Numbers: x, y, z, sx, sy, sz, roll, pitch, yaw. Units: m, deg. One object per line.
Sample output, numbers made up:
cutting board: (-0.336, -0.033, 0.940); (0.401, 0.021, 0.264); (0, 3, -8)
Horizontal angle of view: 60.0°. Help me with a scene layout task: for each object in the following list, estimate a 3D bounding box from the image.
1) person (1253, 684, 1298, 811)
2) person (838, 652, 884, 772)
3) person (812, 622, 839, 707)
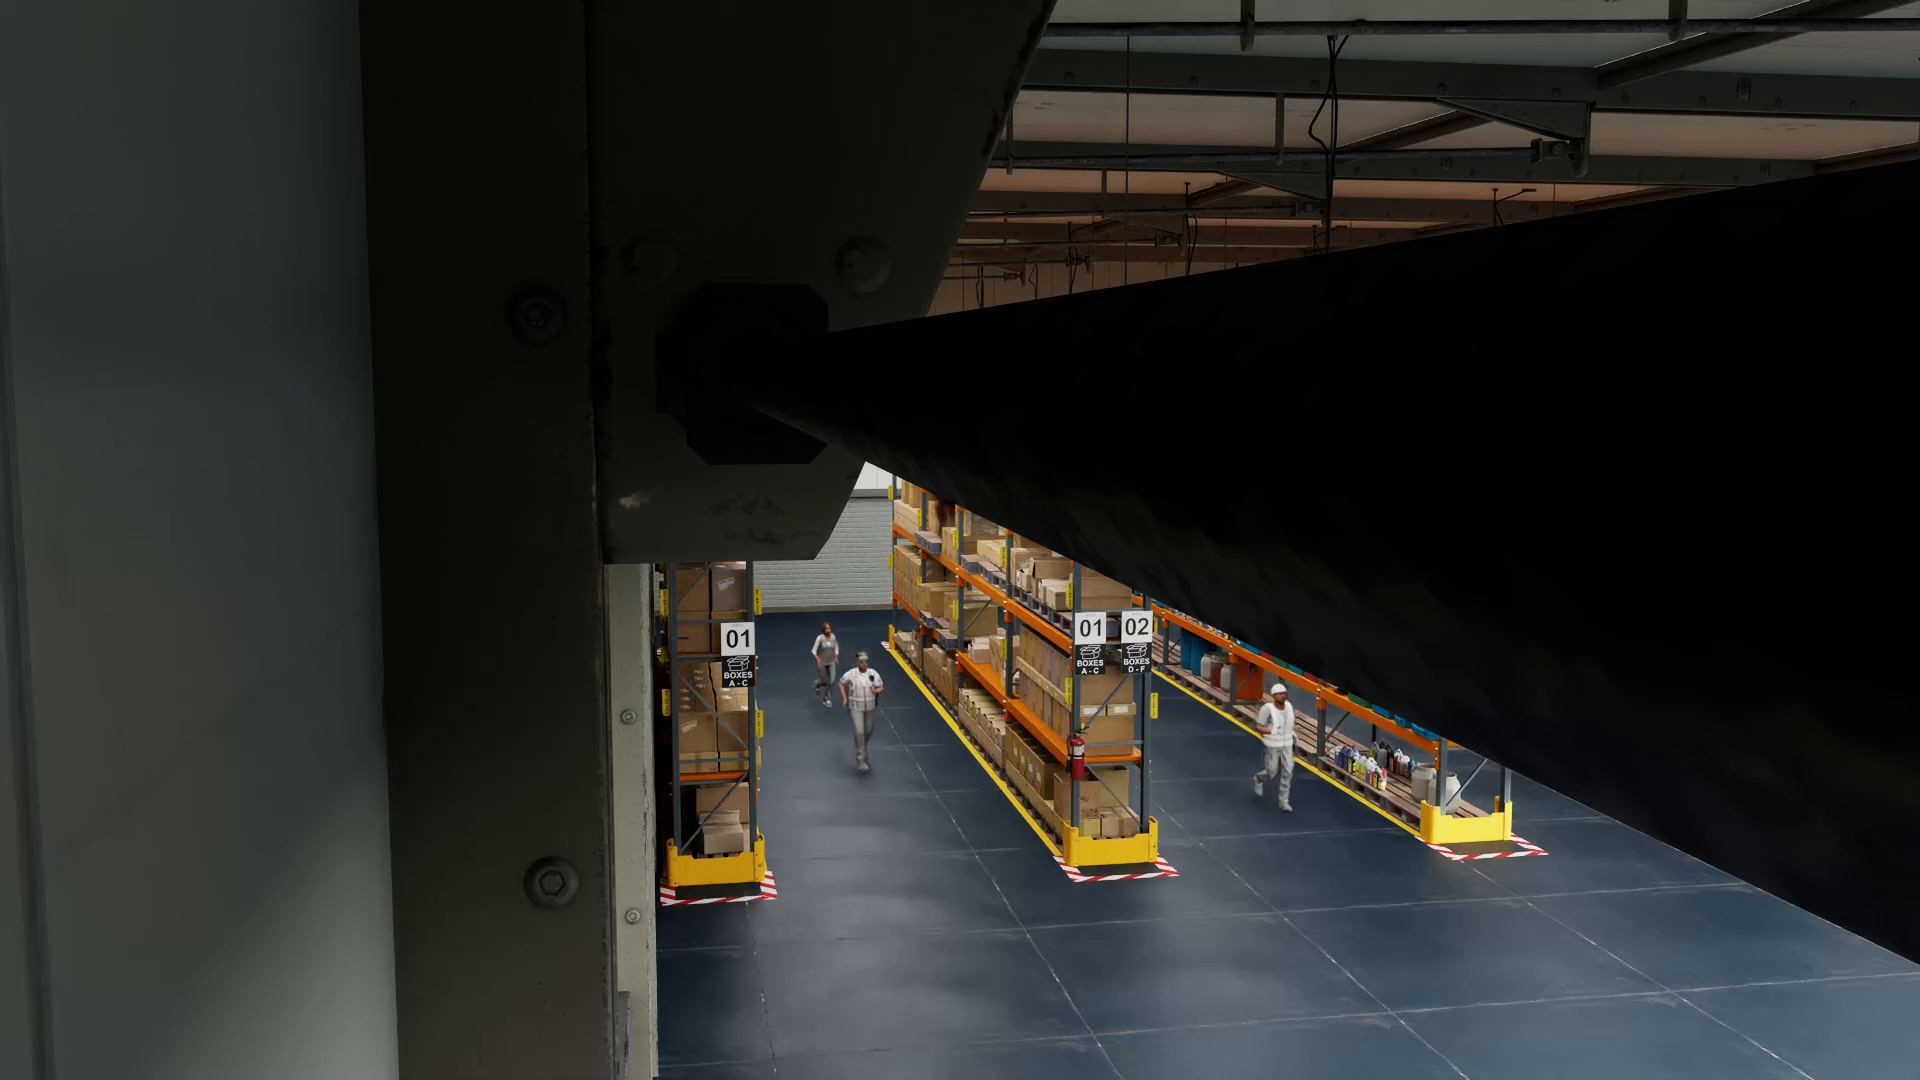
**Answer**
person: (4.479, 2.902, 23.564); (0.699, 1.759, 0.847); (-3, 7, -22)
person: (-1.516, 2.626, 25.951); (0.657, 1.795, 0.936); (-2, 7, -19)
person: (-2.480, 2.268, 30.563); (0.522, 1.554, 0.598); (-3, 7, -25)
